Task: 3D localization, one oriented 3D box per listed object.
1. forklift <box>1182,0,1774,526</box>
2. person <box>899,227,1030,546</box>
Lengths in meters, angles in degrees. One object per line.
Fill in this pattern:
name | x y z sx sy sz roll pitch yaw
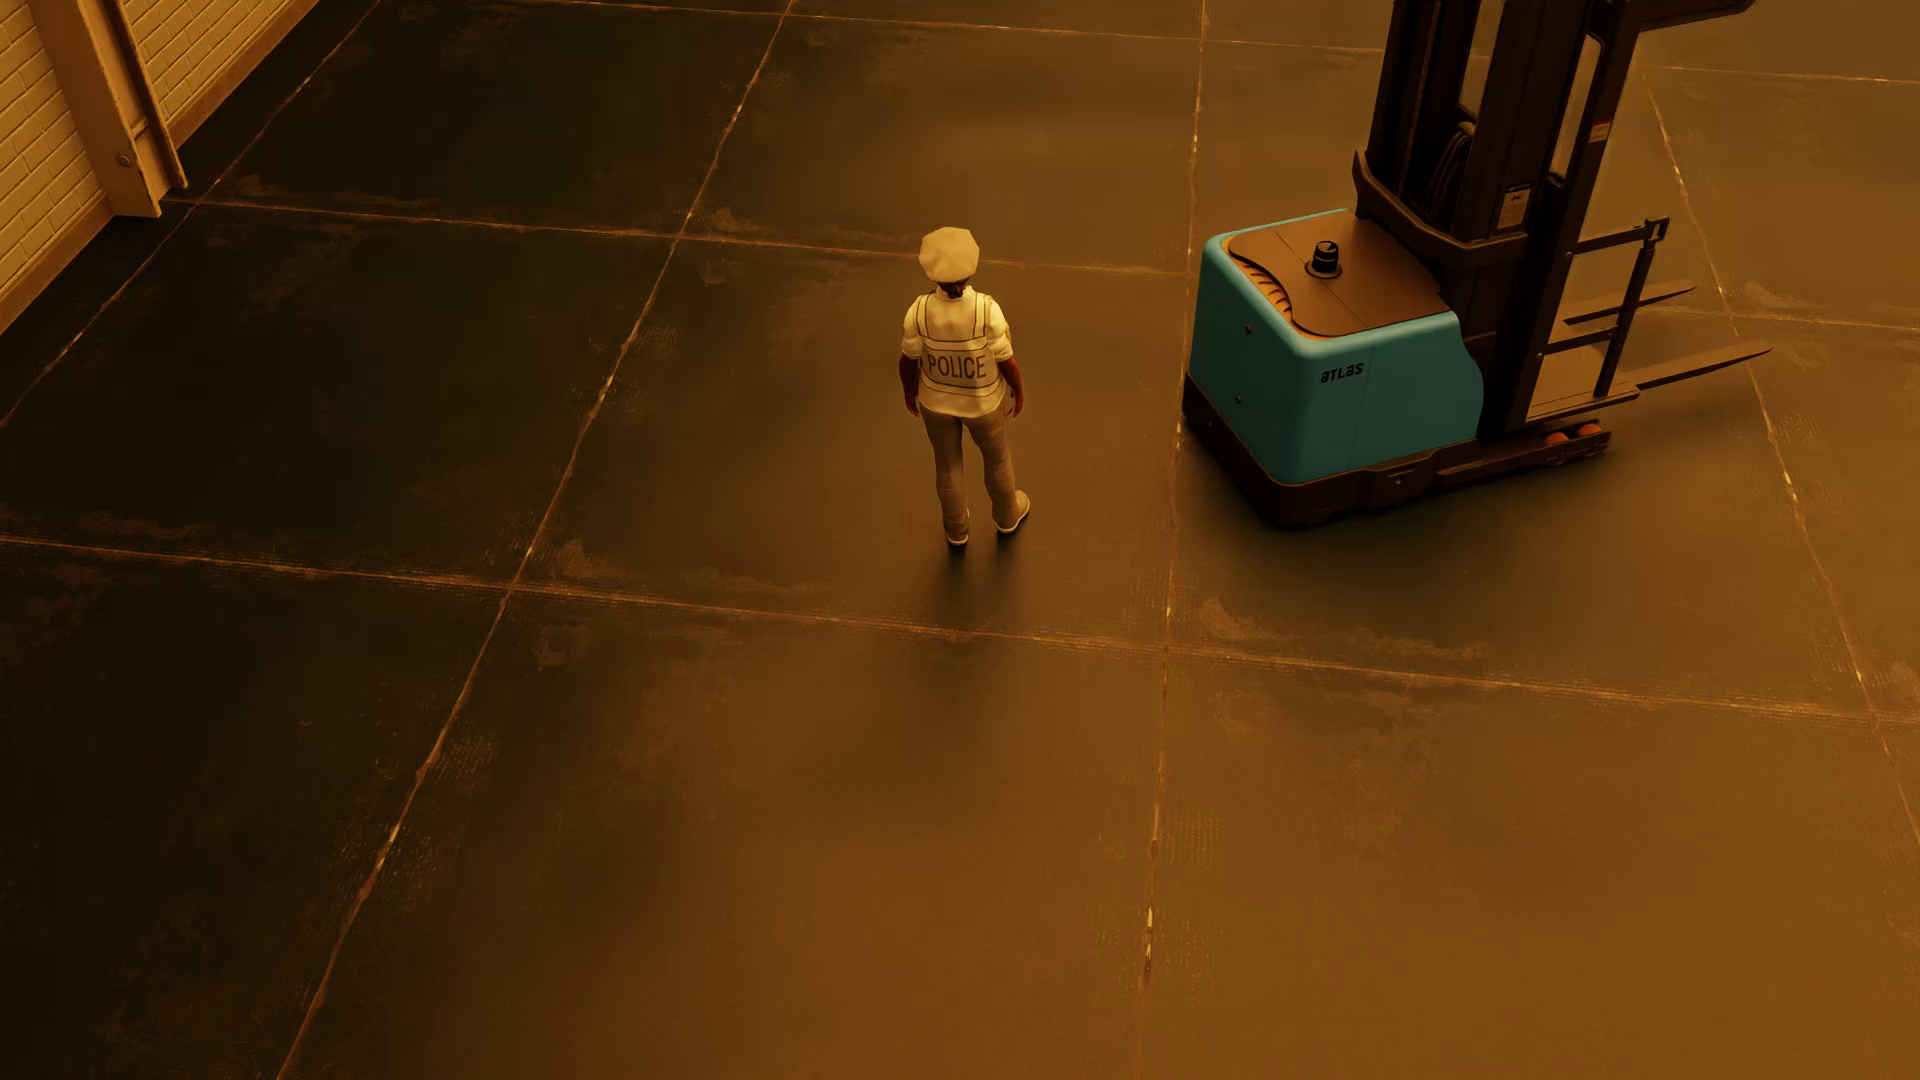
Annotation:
forklift | 2.707 -1.770 7.652 3.031 2.935 1.130 -14 44 -15
person | 0.030 -0.678 7.365 0.570 1.695 0.530 5 43 6
